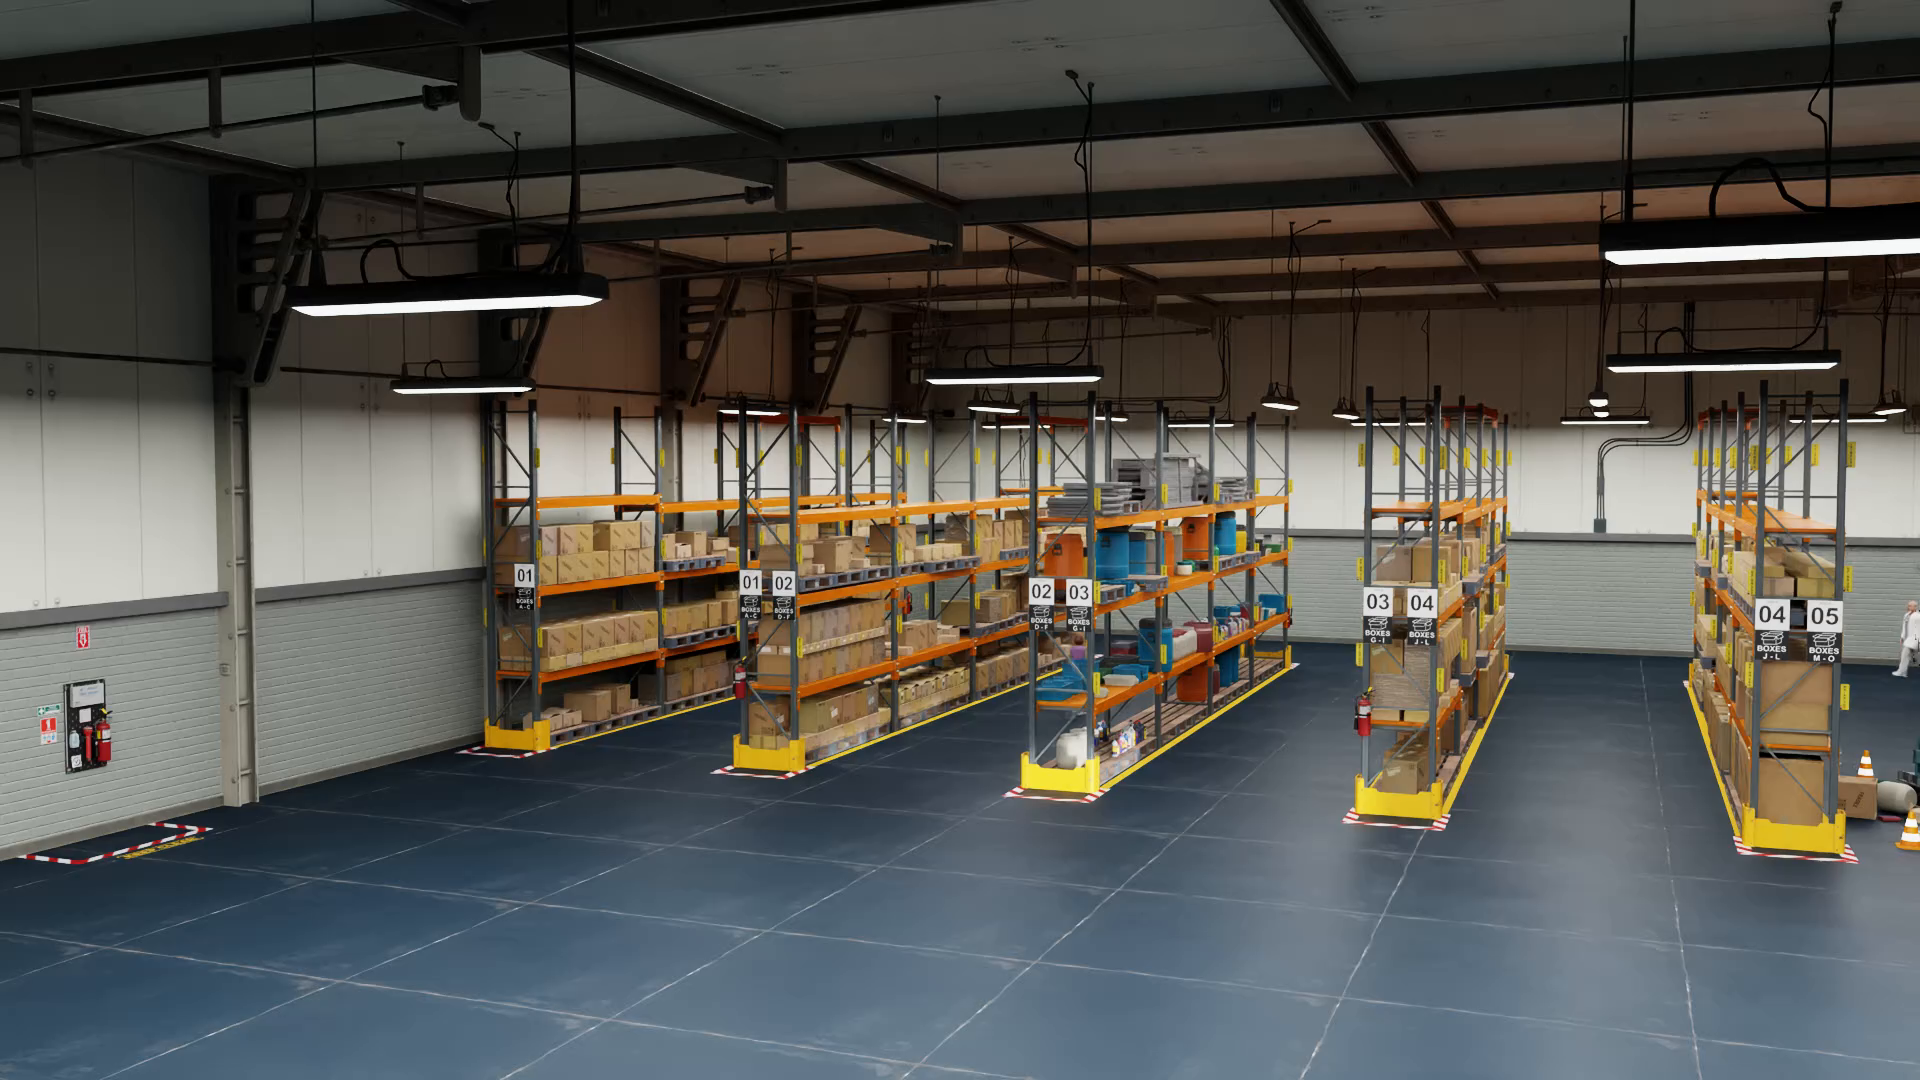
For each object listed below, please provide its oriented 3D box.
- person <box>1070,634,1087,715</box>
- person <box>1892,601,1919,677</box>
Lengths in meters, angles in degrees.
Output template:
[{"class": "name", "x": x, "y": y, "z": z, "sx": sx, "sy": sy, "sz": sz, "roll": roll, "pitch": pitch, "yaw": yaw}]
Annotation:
[{"class": "person", "x": 2.322, "y": 2.617, "z": 32.251, "sx": 0.468, "sy": 1.597, "sz": 0.440, "roll": 1, "pitch": 3, "yaw": 24}, {"class": "person", "x": 21.731, "y": 2.256, "z": 37.916, "sx": 1.073, "sy": 1.733, "sz": 0.568, "roll": 0, "pitch": 3, "yaw": -3}]
